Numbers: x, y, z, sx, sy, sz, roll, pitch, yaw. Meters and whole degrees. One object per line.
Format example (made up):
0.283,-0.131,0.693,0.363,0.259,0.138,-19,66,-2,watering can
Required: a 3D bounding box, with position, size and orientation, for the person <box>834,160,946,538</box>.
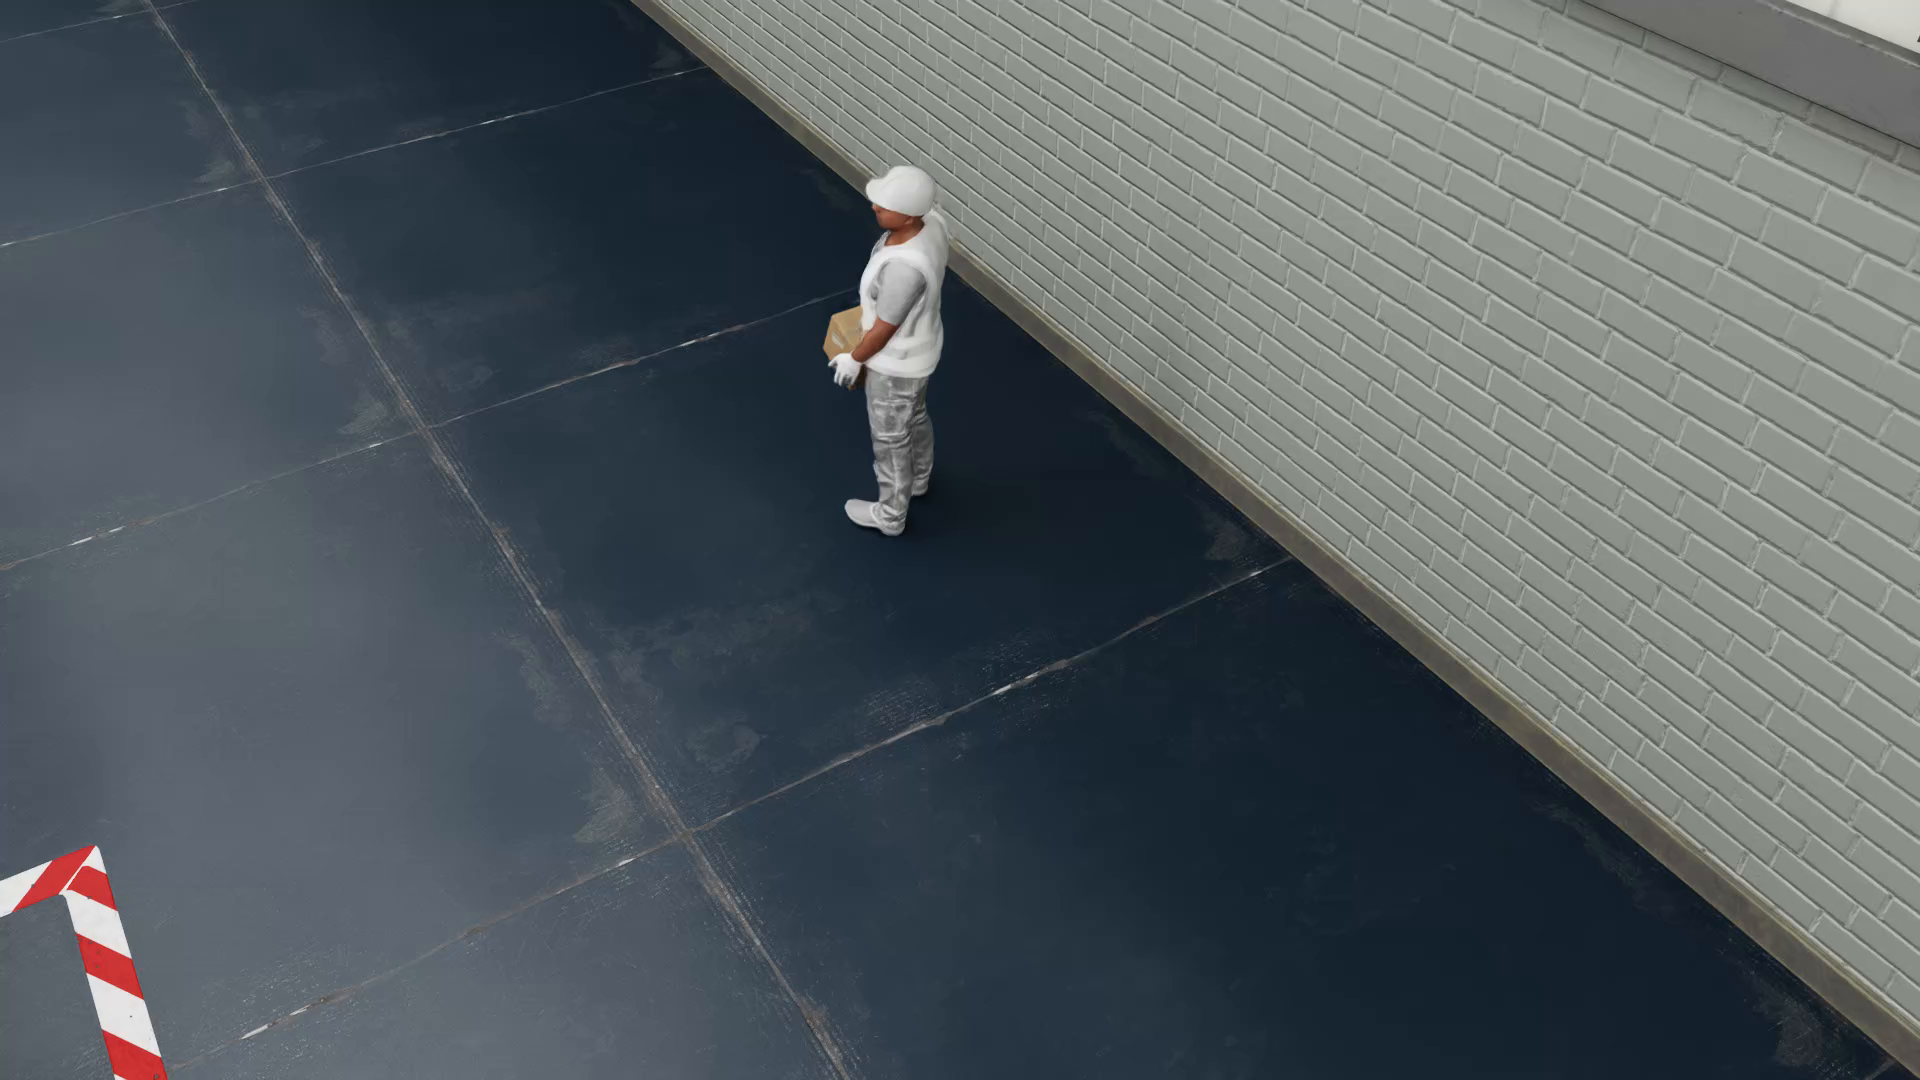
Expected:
-0.346,-0.800,7.042,0.518,1.788,0.575,-13,42,-14,person
